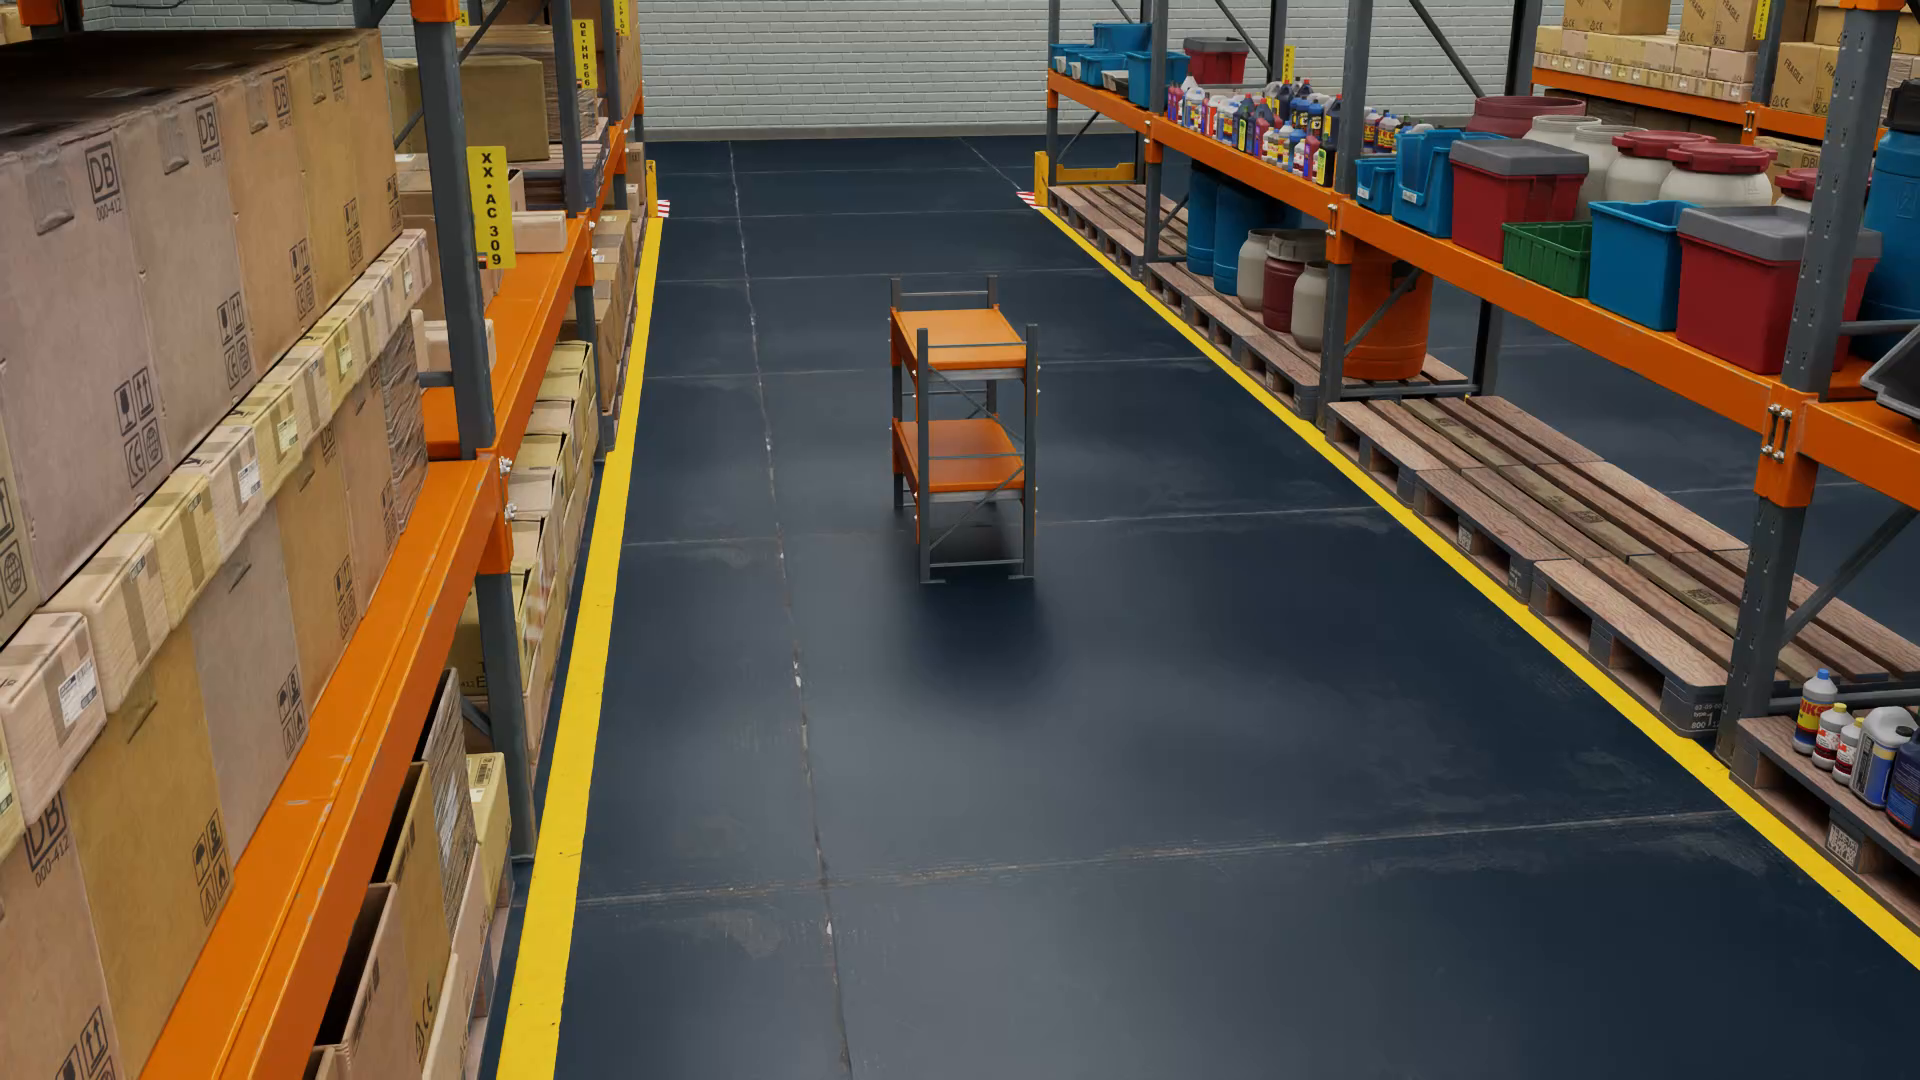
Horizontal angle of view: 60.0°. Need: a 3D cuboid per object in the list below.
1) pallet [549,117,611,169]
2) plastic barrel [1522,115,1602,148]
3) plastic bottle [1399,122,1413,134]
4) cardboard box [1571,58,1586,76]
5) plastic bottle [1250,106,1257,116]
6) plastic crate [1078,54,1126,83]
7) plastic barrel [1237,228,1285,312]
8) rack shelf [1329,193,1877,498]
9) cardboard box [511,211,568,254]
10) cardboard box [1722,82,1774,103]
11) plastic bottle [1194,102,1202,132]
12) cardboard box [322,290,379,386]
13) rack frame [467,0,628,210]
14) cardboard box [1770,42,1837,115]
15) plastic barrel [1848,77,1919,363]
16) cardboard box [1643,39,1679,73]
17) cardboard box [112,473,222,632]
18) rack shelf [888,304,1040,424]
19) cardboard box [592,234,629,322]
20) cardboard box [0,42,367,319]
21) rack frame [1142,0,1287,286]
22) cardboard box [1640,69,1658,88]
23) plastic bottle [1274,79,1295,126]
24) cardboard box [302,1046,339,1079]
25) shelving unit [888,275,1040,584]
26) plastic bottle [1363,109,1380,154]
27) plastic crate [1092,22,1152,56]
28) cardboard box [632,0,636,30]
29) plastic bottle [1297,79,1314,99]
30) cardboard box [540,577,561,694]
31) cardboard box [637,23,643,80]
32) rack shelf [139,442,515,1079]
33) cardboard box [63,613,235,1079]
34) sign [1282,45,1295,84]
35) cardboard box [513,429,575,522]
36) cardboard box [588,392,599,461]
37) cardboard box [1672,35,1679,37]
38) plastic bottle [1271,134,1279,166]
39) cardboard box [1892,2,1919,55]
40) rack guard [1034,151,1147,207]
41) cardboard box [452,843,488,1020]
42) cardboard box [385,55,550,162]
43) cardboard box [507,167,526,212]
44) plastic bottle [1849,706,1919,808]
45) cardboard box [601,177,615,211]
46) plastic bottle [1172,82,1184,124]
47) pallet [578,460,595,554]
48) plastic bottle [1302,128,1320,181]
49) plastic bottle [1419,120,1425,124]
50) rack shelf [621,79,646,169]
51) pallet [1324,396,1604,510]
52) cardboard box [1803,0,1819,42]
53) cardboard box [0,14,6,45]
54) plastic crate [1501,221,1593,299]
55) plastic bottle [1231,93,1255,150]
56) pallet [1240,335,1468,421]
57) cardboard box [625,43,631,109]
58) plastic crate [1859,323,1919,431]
[{"bbox_3d":[-2.667,-2.387,10.093,1.003,0.211,1.213,-3,21,-8],"label":"pallet"},{"bbox_3d":[2.880,-1.759,7.979,0.421,0.512,0.421,0,20,0],"label":"plastic barrel"},{"bbox_3d":[2.661,-2.357,9.922,0.097,0.271,0.097,0,20,0],"label":"plastic bottle"},{"bbox_3d":[6.107,-4.547,15.962,0.380,0.149,0.250,-3,21,-9],"label":"cardboard box"},{"bbox_3d":[1.889,-2.625,10.624,0.061,0.283,0.133,-3,21,-8],"label":"plastic bottle"},{"bbox_3d":[1.267,-4.214,14.864,0.416,0.233,0.300,-3,21,-8],"label":"plastic crate"},{"bbox_3d":[2.100,-1.834,11.294,0.421,0.512,0.421,0,20,0],"label":"plastic barrel"},{"bbox_3d":[2.809,-1.023,7.195,1.077,0.370,4.000,-3,21,-8],"label":"rack shelf"},{"bbox_3d":[-1.979,-1.388,7.505,0.380,0.149,0.250,-3,21,-8],"label":"cardboard box"},{"bbox_3d":[6.477,-3.658,13.582,0.380,0.149,0.250,-3,21,-7],"label":"cardboard box"},{"bbox_3d":[1.690,-2.962,11.645,0.097,0.201,0.097,0,20,0],"label":"plastic bottle"},{"bbox_3d":[-1.441,-0.419,3.480,0.380,0.149,0.250,-3,21,-8],"label":"cardboard box"},{"bbox_3d":[-2.958,-3.188,11.966,1.000,3.000,0.127,-3,21,-8],"label":"rack frame"},{"bbox_3d":[6.664,-3.562,12.822,0.500,0.500,0.500,-3,21,-8],"label":"cardboard box"},{"bbox_3d":[3.341,-1.051,5.526,0.600,0.901,0.708,-3,21,-8],"label":"plastic barrel"},{"bbox_3d":[6.371,-4.251,14.601,0.500,0.250,0.500,-2,21,-7],"label":"cardboard box"},{"bbox_3d":[-1.260,0.023,2.297,0.380,0.149,0.250,-3,21,-8],"label":"cardboard box"},{"bbox_3d":[-0.001,-0.803,7.423,0.538,0.278,1.000,-3,21,-8],"label":"rack shelf"},{"bbox_3d":[-2.469,-1.722,10.983,0.500,0.500,0.500,-3,21,-7],"label":"cardboard box"},{"bbox_3d":[-1.661,-0.745,3.426,0.700,0.500,0.500,-3,21,-8],"label":"cardboard box"},{"bbox_3d":[1.944,-3.437,12.631,1.000,3.000,0.127,-3,21,-8],"label":"rack frame"},{"bbox_3d":[6.291,-4.103,14.774,0.380,0.149,0.250,-3,21,-9],"label":"cardboard box"},{"bbox_3d":[2.284,-3.041,11.641,0.144,0.351,0.185,-3,21,-8],"label":"plastic bottle"},{"bbox_3d":[-1.245,1.164,2.570,0.500,0.500,0.500,-3,21,-8],"label":"cardboard box"},{"bbox_3d":[-0.001,-0.529,7.526,0.538,1.125,1.048,-3,21,-8],"label":"shelving unit"},{"bbox_3d":[2.622,-2.599,10.572,0.097,0.271,0.097,0,20,0],"label":"plastic bottle"},{"bbox_3d":[1.600,-4.760,16.037,0.616,0.435,0.499,-3,21,-8],"label":"plastic crate"},{"bbox_3d":[-3.046,-4.594,14.158,0.500,0.500,0.500,-2,21,-6],"label":"cardboard box"},{"bbox_3d":[2.427,-3.048,11.661,0.144,0.351,0.185,-3,21,-8],"label":"plastic bottle"},{"bbox_3d":[-1.691,0.344,5.839,0.500,0.250,0.500,-2,21,-6],"label":"cardboard box"},{"bbox_3d":[-3.201,-4.479,15.278,0.500,0.500,0.500,-2,21,-6],"label":"cardboard box"},{"bbox_3d":[-1.517,0.611,2.822,1.077,0.370,4.000,-3,21,-8],"label":"rack shelf"},{"bbox_3d":[-1.430,0.403,2.206,0.700,0.500,0.500,-3,21,-7],"label":"cardboard box"},{"bbox_3d":[2.488,-3.594,12.655,0.100,0.325,0.005,-3,21,-8],"label":"sign"},{"bbox_3d":[-1.841,-0.278,6.701,0.500,0.311,0.500,-2,21,-6],"label":"cardboard box"},{"bbox_3d":[-2.065,-0.542,8.211,0.500,0.250,0.500,-2,21,-6],"label":"cardboard box"},{"bbox_3d":[6.826,-4.454,15.145,0.500,0.250,0.500,-3,21,-8],"label":"cardboard box"},{"bbox_3d":[1.938,-2.367,10.050,0.097,0.201,0.097,0,20,0],"label":"plastic bottle"},{"bbox_3d":[7.033,-3.745,11.878,0.797,0.503,0.637,-3,21,-7],"label":"cardboard box"},{"bbox_3d":[1.351,-3.659,16.797,1.175,0.500,0.348,-3,21,-8],"label":"rack guard"},{"bbox_3d":[-1.460,0.996,4.092,0.500,0.250,0.500,-3,21,-8],"label":"cardboard box"},{"bbox_3d":[-2.584,-2.259,8.735,0.700,0.500,0.500,-10,23,-26],"label":"cardboard box"},{"bbox_3d":[-2.373,-1.634,7.930,0.500,0.311,0.500,-2,21,-4],"label":"cardboard box"},{"bbox_3d":[2.783,0.646,4.964,0.152,0.276,0.135,-2,21,-6],"label":"plastic bottle"},{"bbox_3d":[-3.234,-2.875,14.066,0.797,0.503,0.637,-3,21,-8],"label":"cardboard box"},{"bbox_3d":[1.594,-3.188,12.130,0.061,0.283,0.133,-3,21,-8],"label":"plastic bottle"},{"bbox_3d":[-2.302,-0.210,7.977,1.003,0.211,1.213,-3,21,-8],"label":"pallet"},{"bbox_3d":[2.007,-2.196,9.475,0.061,0.283,0.133,-3,21,-8],"label":"plastic bottle"},{"bbox_3d":[2.737,-2.372,9.948,0.061,0.283,0.133,-3,21,-8],"label":"plastic bottle"},{"bbox_3d":[-3.247,-3.544,13.946,1.077,0.370,4.000,-3,21,-8],"label":"rack shelf"},{"bbox_3d":[2.594,-0.476,8.688,1.003,0.211,1.213,-3,21,-8],"label":"pallet"},{"bbox_3d":[7.029,-4.286,13.622,0.500,0.500,0.500,-3,21,-8],"label":"cardboard box"},{"bbox_3d":[-8.136,-3.771,13.097,0.980,0.700,0.700,-4,21,-10],"label":"cardboard box"},{"bbox_3d":[2.567,-1.157,6.829,0.450,0.188,0.662,-3,21,-8],"label":"plastic crate"},{"bbox_3d":[1.848,-2.711,10.757,0.144,0.351,0.185,-3,21,-8],"label":"plastic bottle"},{"bbox_3d":[2.365,-1.017,10.136,1.003,0.211,1.213,-3,21,-8],"label":"pallet"},{"bbox_3d":[-2.839,-3.603,12.932,0.500,0.500,0.500,-3,21,-7],"label":"cardboard box"},{"bbox_3d":[3.047,-0.450,4.724,0.767,0.338,0.504,-3,21,-8],"label":"plastic crate"}]
